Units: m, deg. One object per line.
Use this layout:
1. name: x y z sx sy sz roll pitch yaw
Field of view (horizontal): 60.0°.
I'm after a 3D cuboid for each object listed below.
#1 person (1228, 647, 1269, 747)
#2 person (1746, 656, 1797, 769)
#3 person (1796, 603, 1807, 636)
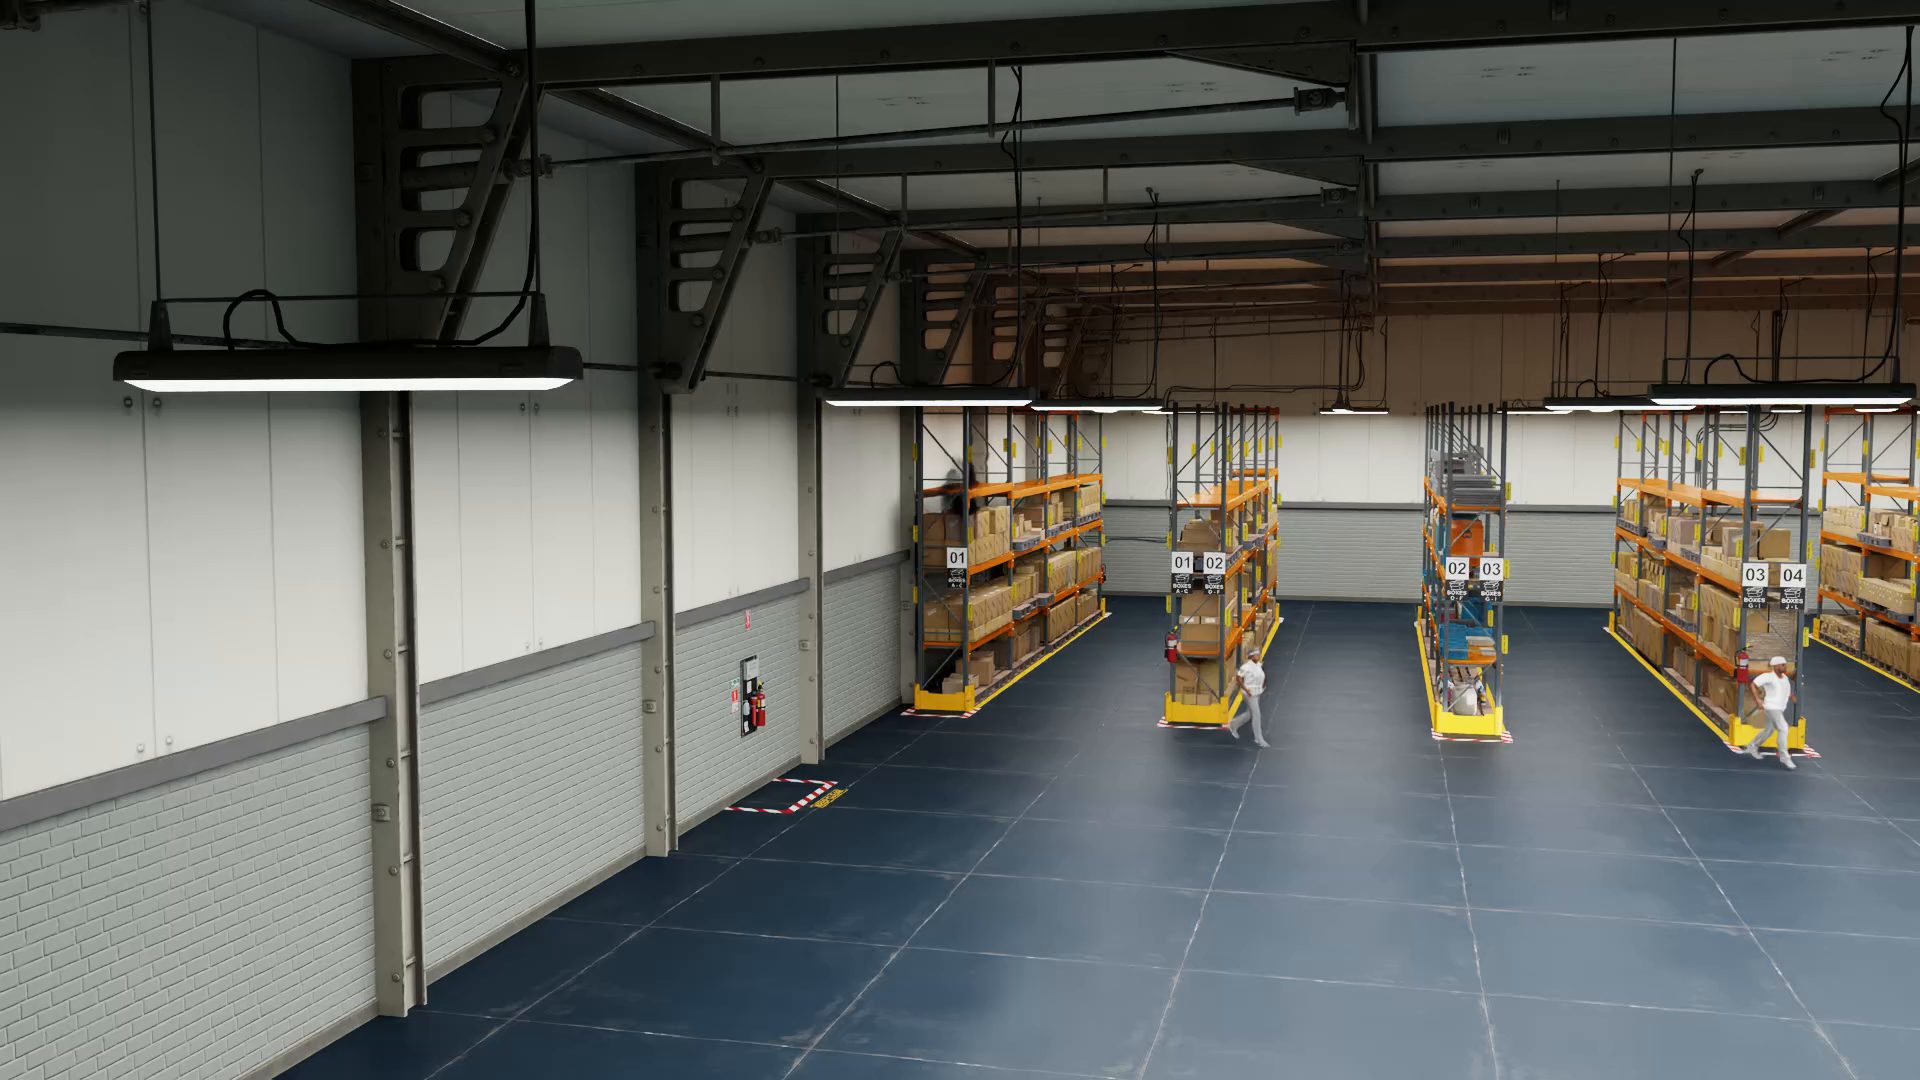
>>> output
1. person: 5.098 2.714 29.123 0.871 1.706 0.598 4 6 43
2. person: 13.444 2.806 27.417 0.703 1.785 0.896 -3 5 -39
3. person: 20.276 2.002 40.440 0.531 1.519 0.683 0 4 6
